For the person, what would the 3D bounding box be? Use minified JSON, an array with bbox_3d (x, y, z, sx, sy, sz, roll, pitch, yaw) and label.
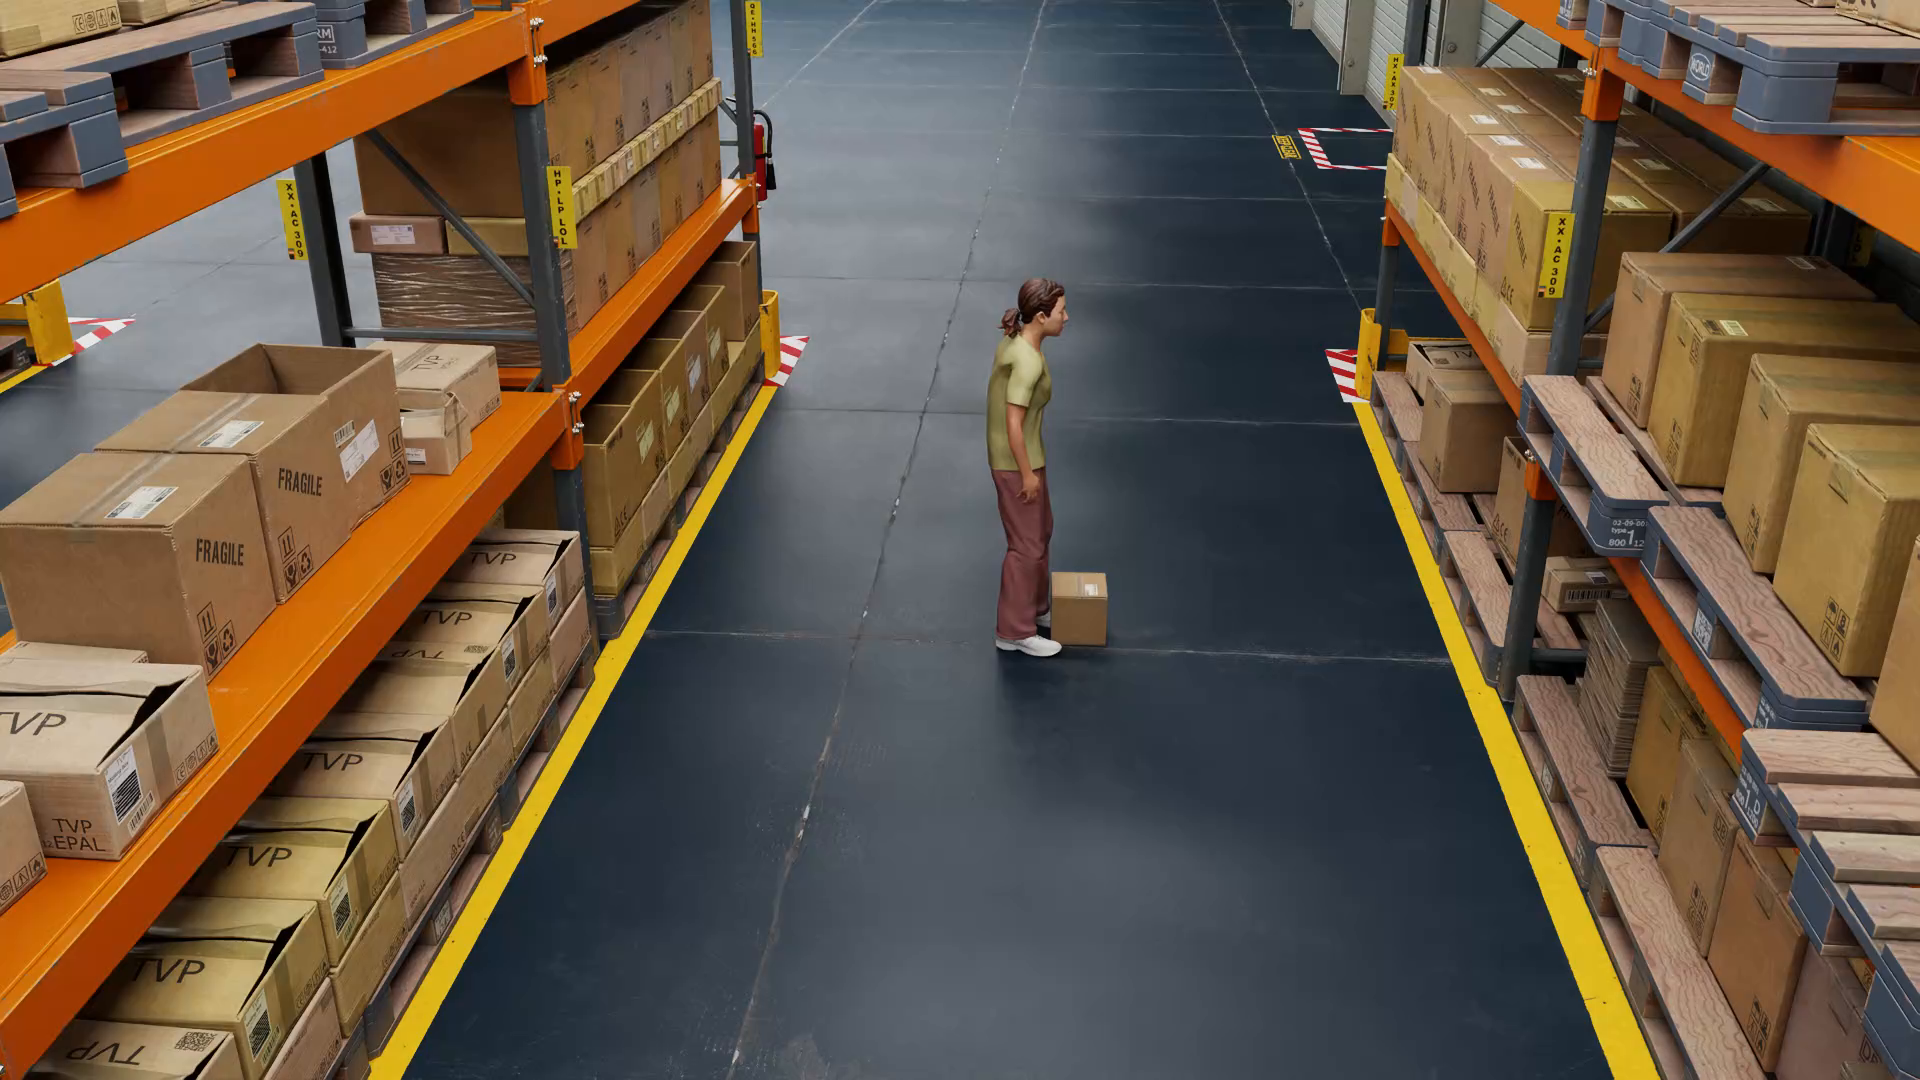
[{"bbox_3d":[0.323,-0.337,7.343,0.412,1.671,0.521,0,25,1],"label":"person"}]
